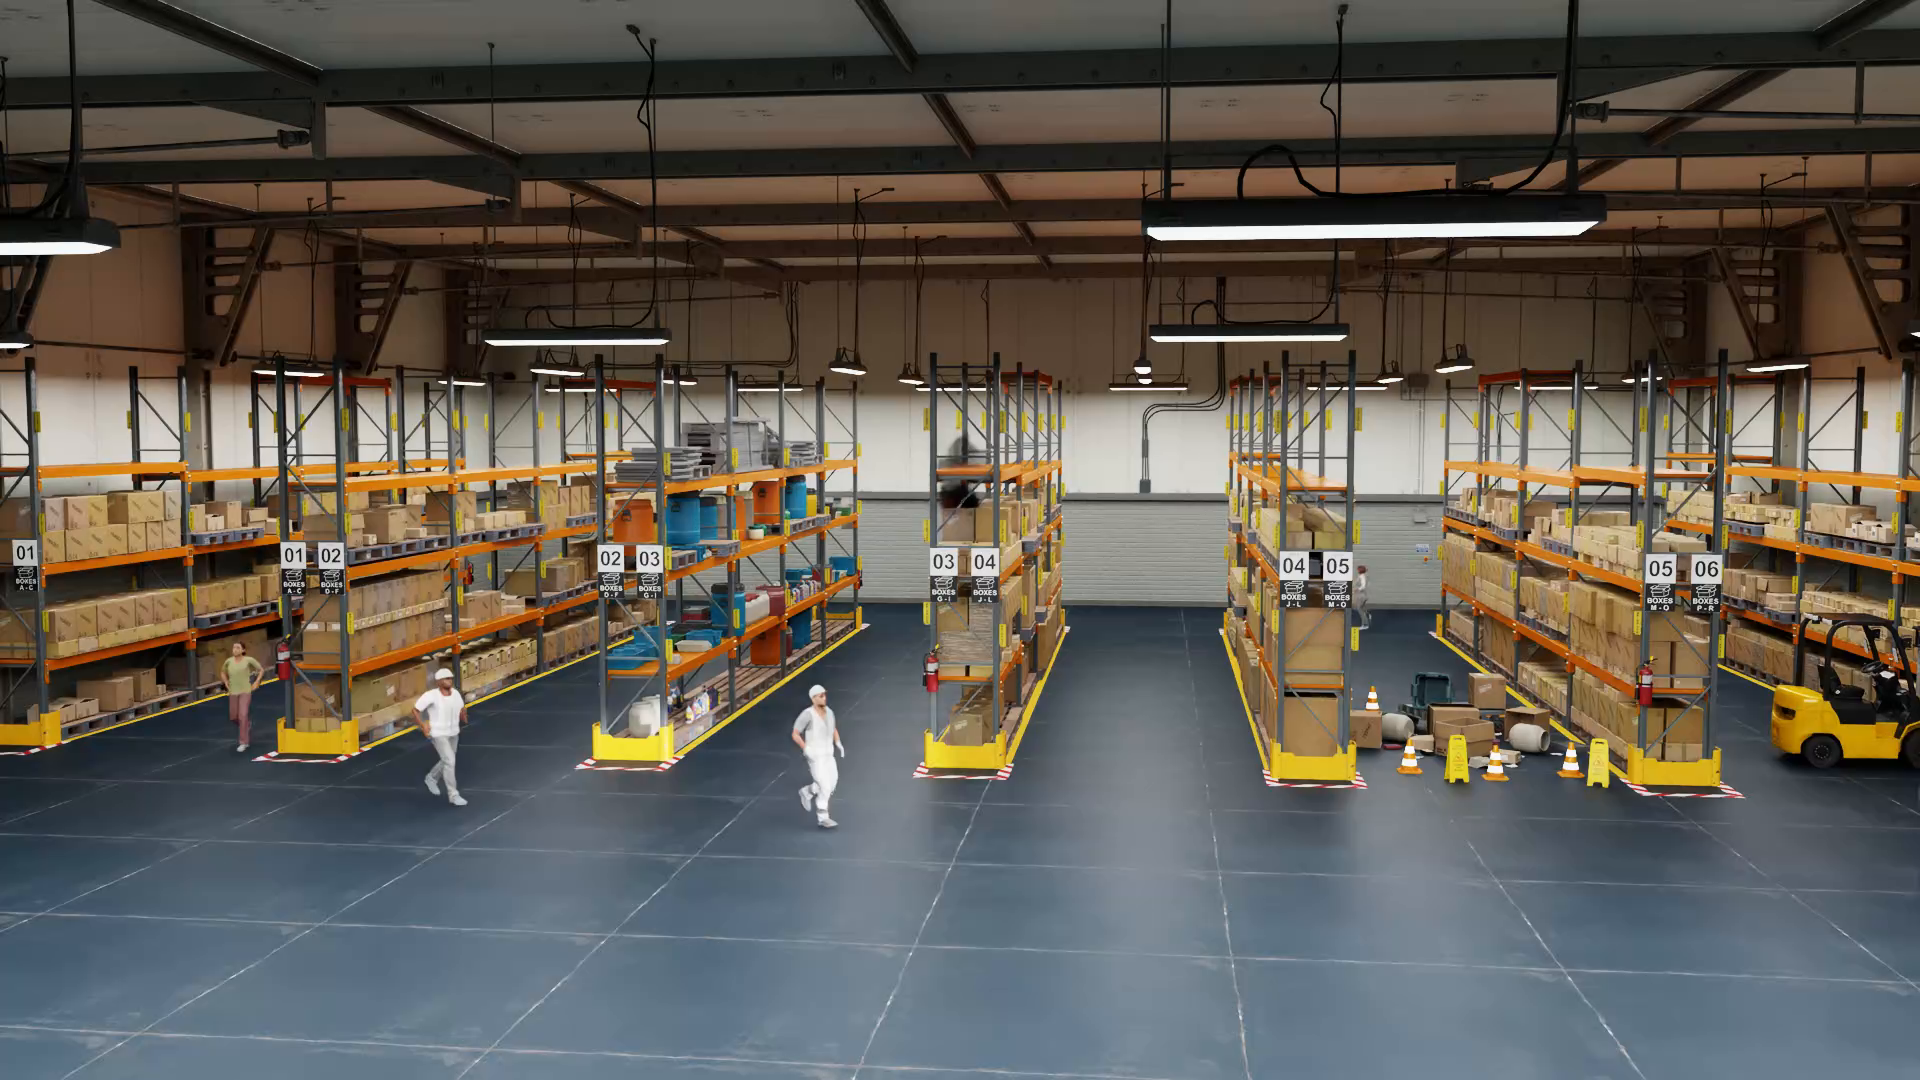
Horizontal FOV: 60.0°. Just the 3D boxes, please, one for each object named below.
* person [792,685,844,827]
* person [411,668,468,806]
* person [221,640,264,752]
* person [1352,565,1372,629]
[{"bbox_3d":[-1.795,2.665,20.679,0.724,1.747,0.698,3,5,41],"label":"person"},{"bbox_3d":[-6.783,2.558,21.862,0.900,1.760,0.718,2,5,31],"label":"person"},{"bbox_3d":[-11.075,2.375,25.643,0.628,1.685,0.837,0,4,-4],"label":"person"},{"bbox_3d":[9.715,1.382,40.282,0.553,1.564,0.523,1,4,9],"label":"person"}]
